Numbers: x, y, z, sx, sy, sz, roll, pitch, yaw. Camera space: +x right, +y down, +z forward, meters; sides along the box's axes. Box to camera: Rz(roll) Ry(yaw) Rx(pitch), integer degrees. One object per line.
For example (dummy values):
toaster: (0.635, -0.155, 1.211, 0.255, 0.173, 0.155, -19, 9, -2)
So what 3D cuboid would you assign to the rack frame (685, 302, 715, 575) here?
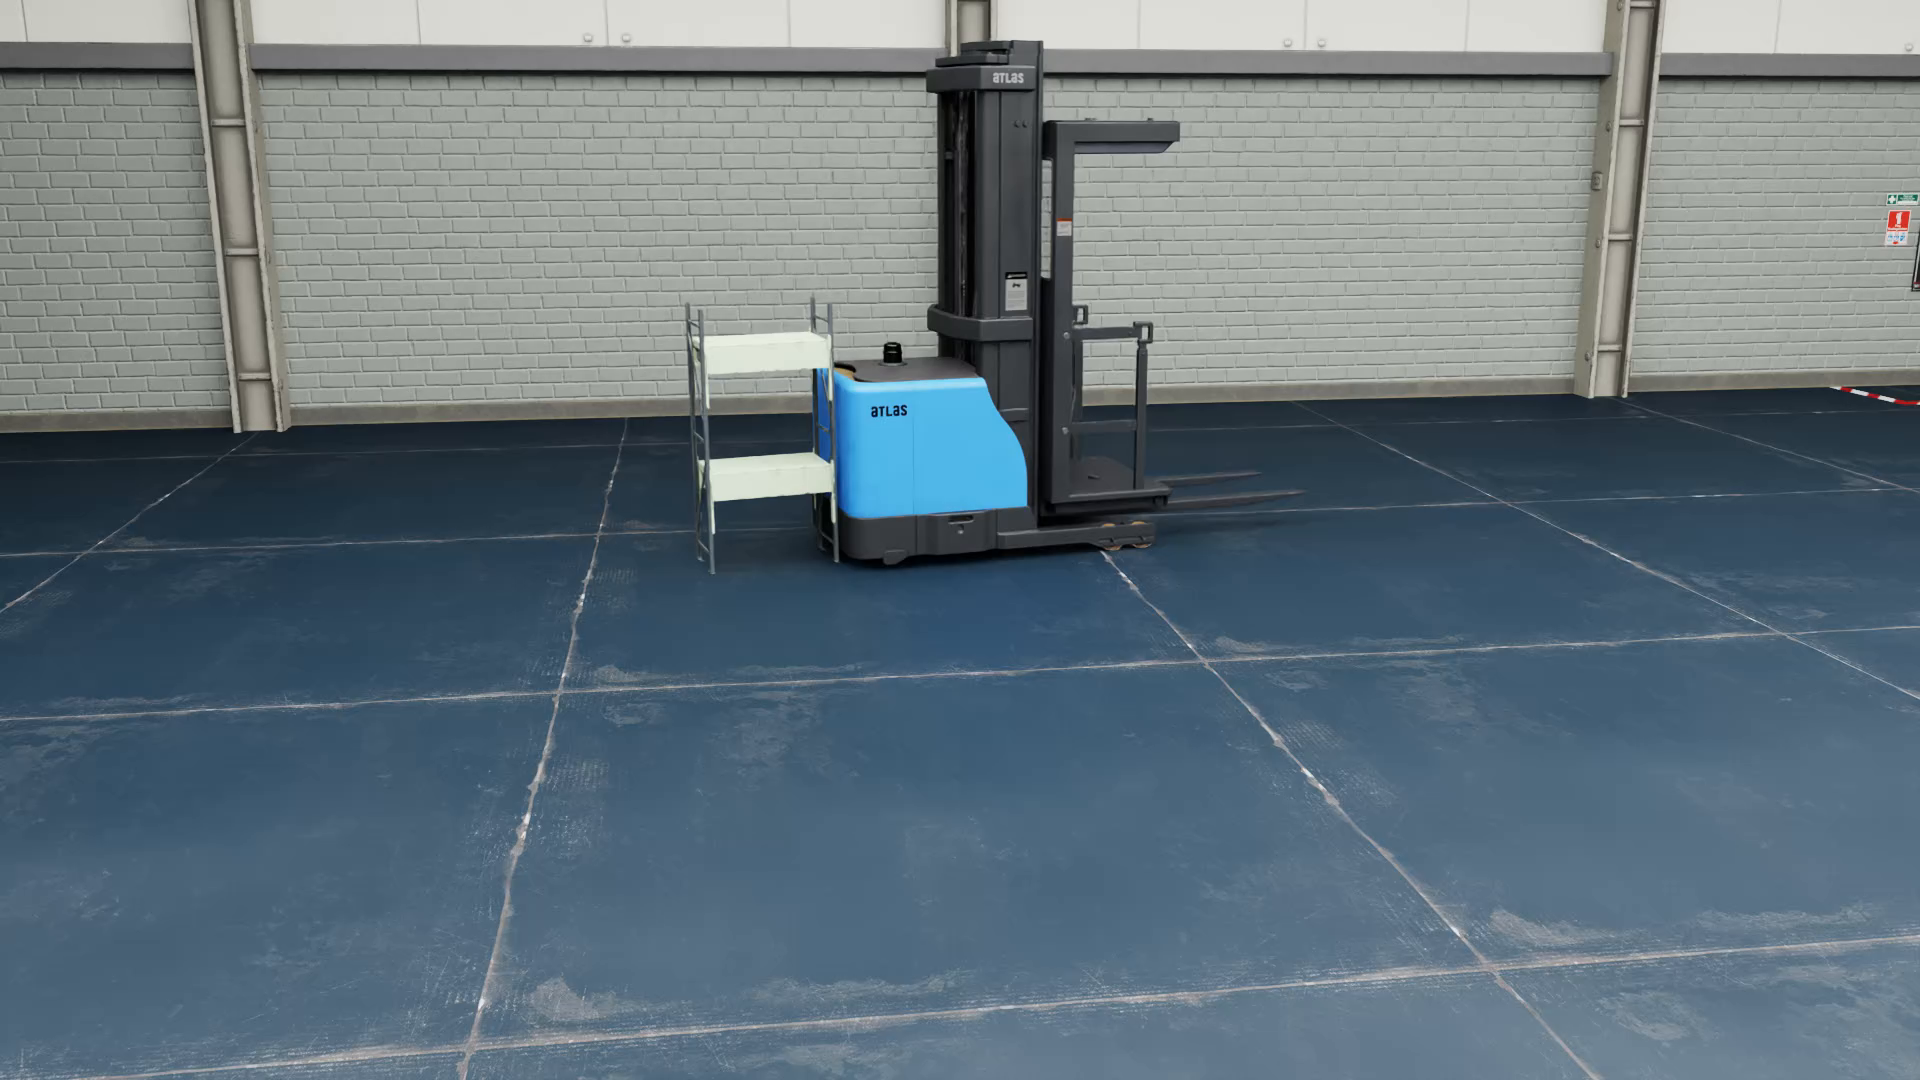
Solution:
rack frame: (-1.475, -0.575, 9.430, 0.023, 1.500, 0.400, -5, 15, -19)

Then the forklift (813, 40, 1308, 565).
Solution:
forklift: (0.663, -1.470, 10.058, 3.031, 2.935, 1.130, -5, 15, -18)

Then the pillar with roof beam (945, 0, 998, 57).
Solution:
pillar with roof beam: (0.735, -4.478, 9.580, 0.400, 9.000, 9.100, -2, 14, -8)

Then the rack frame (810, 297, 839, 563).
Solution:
rack frame: (-0.788, -0.641, 9.674, 0.023, 1.500, 0.400, -5, 15, -19)

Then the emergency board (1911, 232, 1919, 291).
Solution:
emergency board: (9.499, -2.963, 15.868, 0.626, 1.169, 0.157, -2, 14, -8)

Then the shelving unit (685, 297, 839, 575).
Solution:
shelving unit: (-1.132, -0.608, 9.552, 0.755, 1.500, 0.431, -5, 15, -19)

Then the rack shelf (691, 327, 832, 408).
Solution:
rack shelf: (-1.134, -0.986, 9.456, 0.720, 0.370, 0.431, -5, 15, -19)

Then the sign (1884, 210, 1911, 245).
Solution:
sign: (8.948, -2.981, 15.867, 0.234, 0.329, 0.001, -2, 14, -8)

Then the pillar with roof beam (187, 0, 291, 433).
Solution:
pillar with roof beam: (-5.198, -4.261, 8.713, 0.400, 9.000, 9.100, -2, 14, -8)

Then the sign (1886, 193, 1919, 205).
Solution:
sign: (8.954, -3.236, 15.795, 0.331, 0.109, 0.001, -2, 14, -8)

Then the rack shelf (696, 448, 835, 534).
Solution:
rack shelf: (-1.130, -0.292, 9.632, 0.720, 0.370, 0.431, -5, 15, -19)

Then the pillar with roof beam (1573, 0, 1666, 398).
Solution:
pillar with roof beam: (6.668, -4.696, 10.447, 0.400, 9.000, 9.100, -2, 14, -8)
